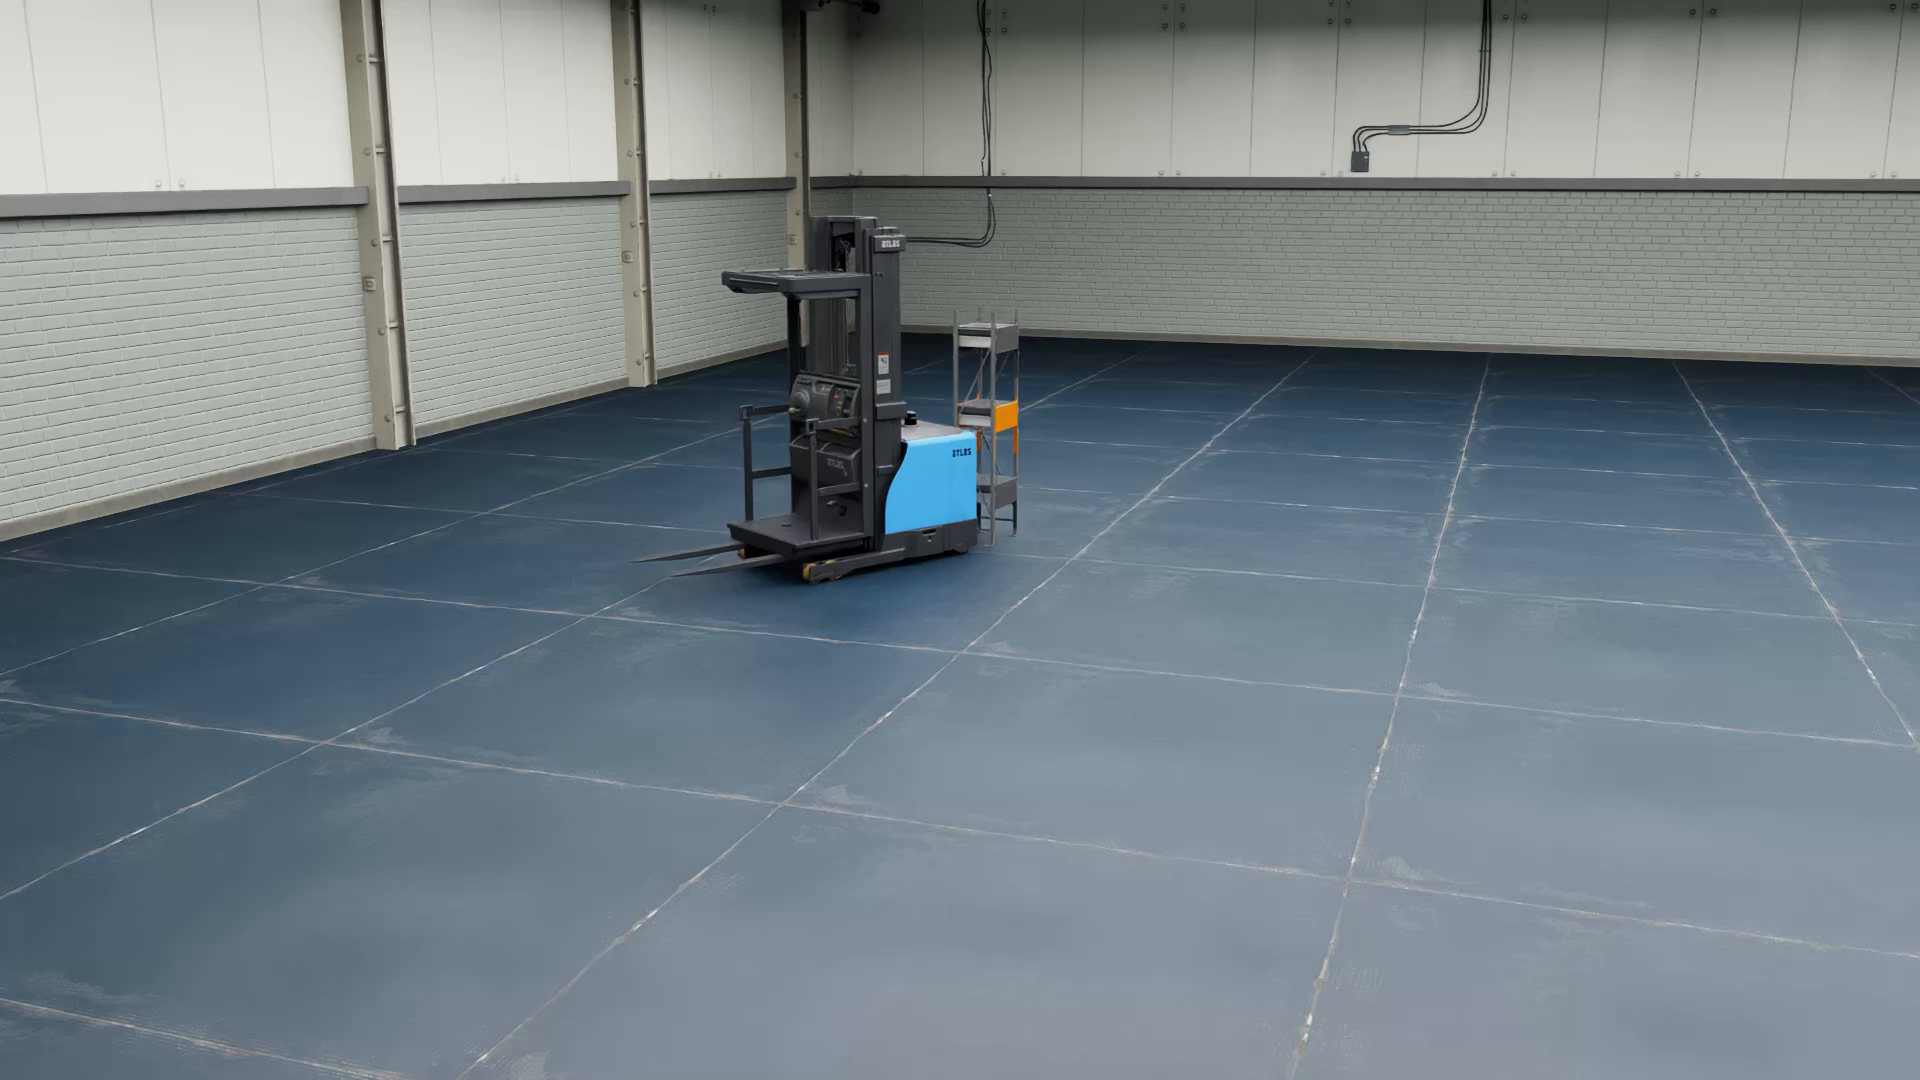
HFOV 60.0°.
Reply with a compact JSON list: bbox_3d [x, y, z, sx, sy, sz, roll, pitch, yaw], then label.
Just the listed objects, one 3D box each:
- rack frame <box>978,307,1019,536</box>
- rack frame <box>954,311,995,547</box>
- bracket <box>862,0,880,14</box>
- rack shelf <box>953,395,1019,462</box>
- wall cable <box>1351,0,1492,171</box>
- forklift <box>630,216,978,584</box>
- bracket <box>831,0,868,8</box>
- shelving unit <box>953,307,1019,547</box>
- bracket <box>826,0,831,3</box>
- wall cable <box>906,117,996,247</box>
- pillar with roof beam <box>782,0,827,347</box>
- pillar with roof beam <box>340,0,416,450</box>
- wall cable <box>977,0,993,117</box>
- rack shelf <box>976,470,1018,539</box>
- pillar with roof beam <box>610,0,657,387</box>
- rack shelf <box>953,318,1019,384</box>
[{"bbox_3d":[0.345,-1.077,15.251,0.400,2.100,0.015,6,14,26],"label":"rack frame"},{"bbox_3d":[0.126,-0.980,14.826,0.400,2.100,0.015,6,14,26],"label":"rack frame"},{"bbox_3d":[-1.745,-10.365,32.351,0.235,0.232,0.430,4,14,18],"label":"bracket"},{"bbox_3d":[0.235,-1.015,15.041,0.431,0.518,0.480,6,14,26],"label":"rack shelf"},{"bbox_3d":[8.200,-9.546,29.207,2.305,6.003,0.169,4,14,18],"label":"wall cable"},{"bbox_3d":[-1.303,-1.202,13.928,3.031,2.935,1.130,-10,16,-38],"label":"forklift"},{"bbox_3d":[-1.936,-10.241,31.806,0.076,0.066,3.189,4,14,18],"label":"bracket"},{"bbox_3d":[0.235,-1.029,15.038,0.431,2.100,0.503,6,14,26],"label":"shelving unit"},{"bbox_3d":[-2.512,-9.866,30.165,0.235,0.232,0.430,4,14,18],"label":"bracket"},{"bbox_3d":[-0.777,-7.061,32.941,3.097,2.526,0.112,4,14,18],"label":"wall cable"},{"bbox_3d":[1.092,-7.740,28.937,9.100,9.000,0.548,4,14,18],"label":"pillar with roof beam"},{"bbox_3d":[-2.791,-5.213,17.867,9.100,9.000,0.400,4,14,18],"label":"pillar with roof beam"},{"bbox_3d":[1.782,-9.328,31.525,3.097,2.526,0.112,4,14,18],"label":"wall cable"},{"bbox_3d":[0.235,-0.333,15.197,0.431,0.518,0.480,6,14,26],"label":"rack shelf"},{"bbox_3d":[-0.850,-6.476,23.402,9.100,9.000,0.400,4,14,18],"label":"pillar with roof beam"},{"bbox_3d":[0.235,-1.698,14.885,0.431,0.518,0.480,6,14,26],"label":"rack shelf"}]
